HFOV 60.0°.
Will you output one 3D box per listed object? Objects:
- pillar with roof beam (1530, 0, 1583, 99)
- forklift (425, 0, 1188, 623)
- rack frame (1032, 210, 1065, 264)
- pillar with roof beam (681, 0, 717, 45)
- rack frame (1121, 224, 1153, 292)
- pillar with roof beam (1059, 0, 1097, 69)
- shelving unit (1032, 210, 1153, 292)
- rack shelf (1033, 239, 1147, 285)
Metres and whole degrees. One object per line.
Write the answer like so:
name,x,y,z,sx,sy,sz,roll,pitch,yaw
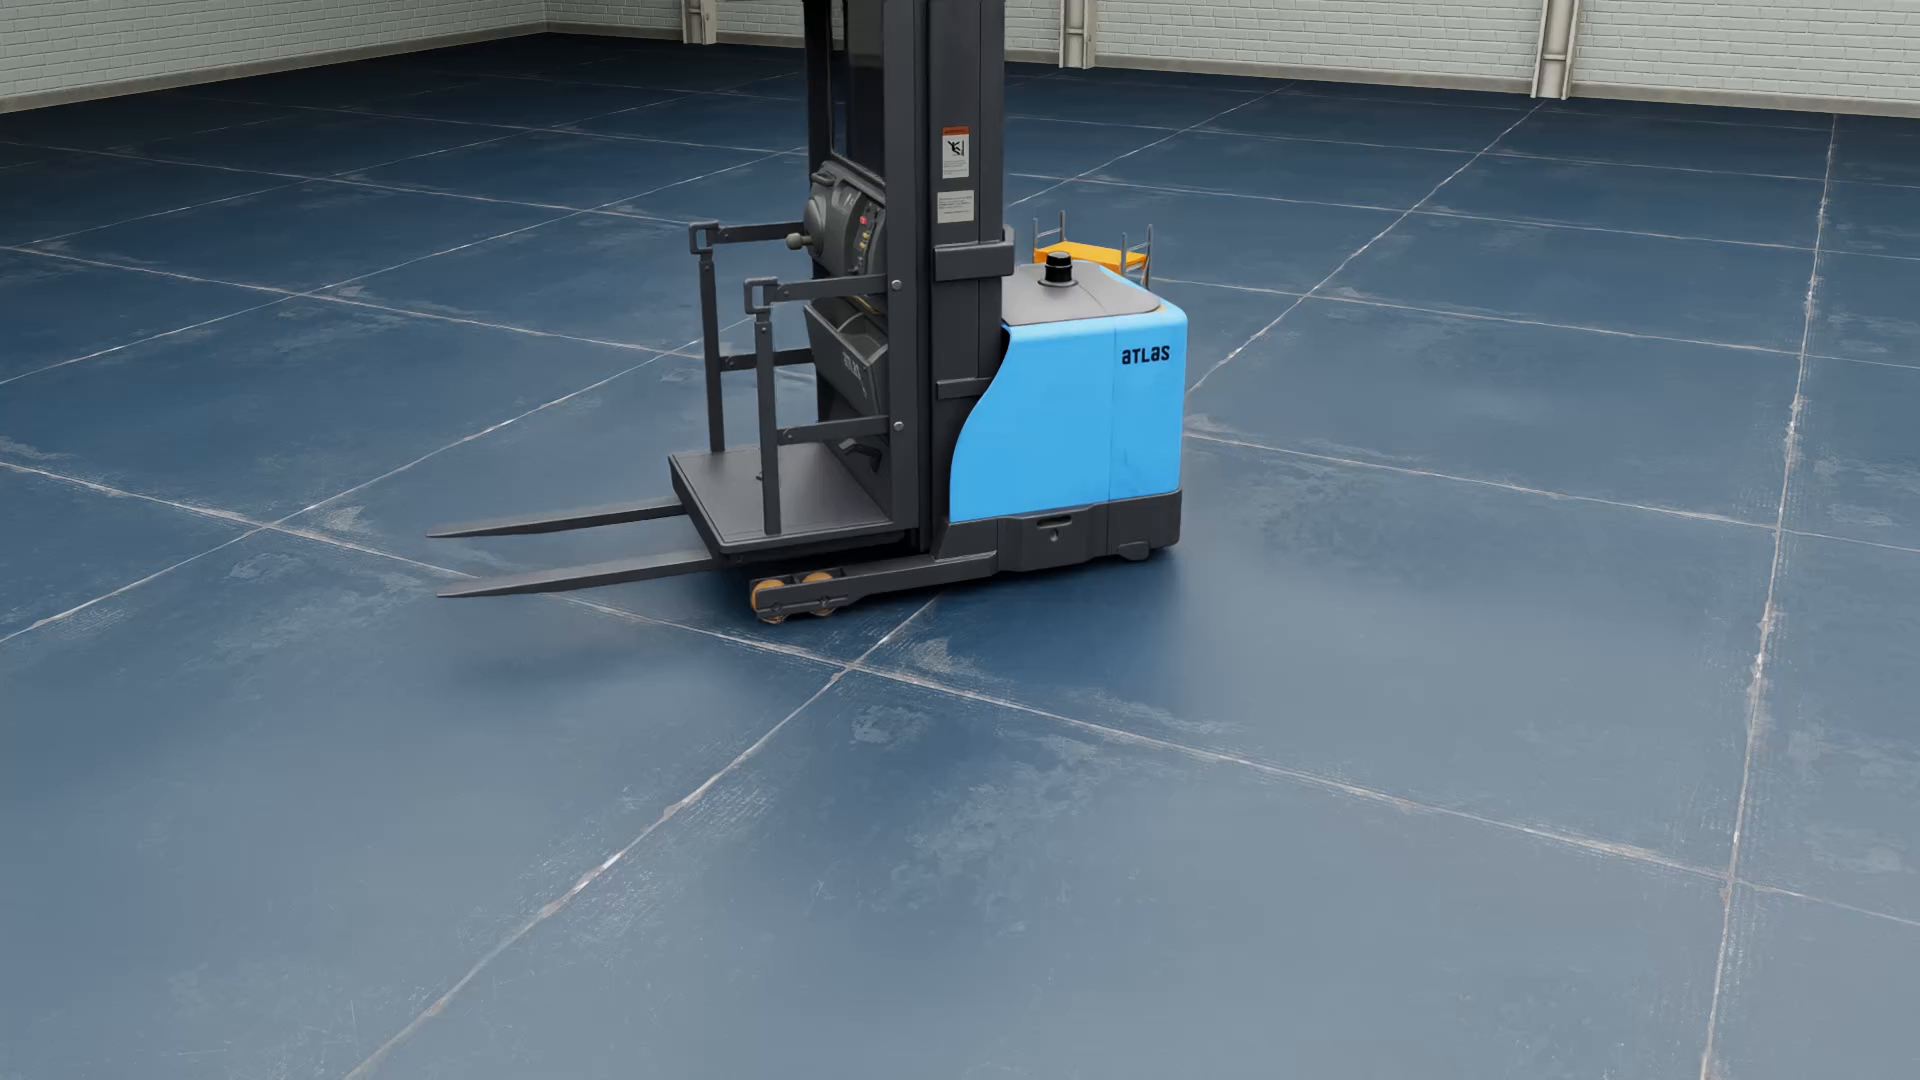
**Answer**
pillar with roof beam,4.955,-7.820,14.141,0.400,9.000,9.100,11,25,25
forklift,-0.638,-1.259,6.464,3.031,2.935,1.130,-8,24,-18
rack frame,0.414,-0.962,7.980,0.015,1.200,0.240,17,28,35
pillar with roof beam,-5.754,-9.939,19.123,0.400,9.000,9.100,11,25,25
rack frame,0.799,-0.845,7.703,0.015,1.200,0.240,17,28,35
pillar with roof beam,-0.400,-8.880,16.632,0.400,9.000,9.100,11,25,25
shelving unit,0.607,-0.904,7.841,0.503,1.200,0.258,17,28,35
rack shelf,0.606,-1.265,7.687,0.480,0.148,0.258,17,28,35
